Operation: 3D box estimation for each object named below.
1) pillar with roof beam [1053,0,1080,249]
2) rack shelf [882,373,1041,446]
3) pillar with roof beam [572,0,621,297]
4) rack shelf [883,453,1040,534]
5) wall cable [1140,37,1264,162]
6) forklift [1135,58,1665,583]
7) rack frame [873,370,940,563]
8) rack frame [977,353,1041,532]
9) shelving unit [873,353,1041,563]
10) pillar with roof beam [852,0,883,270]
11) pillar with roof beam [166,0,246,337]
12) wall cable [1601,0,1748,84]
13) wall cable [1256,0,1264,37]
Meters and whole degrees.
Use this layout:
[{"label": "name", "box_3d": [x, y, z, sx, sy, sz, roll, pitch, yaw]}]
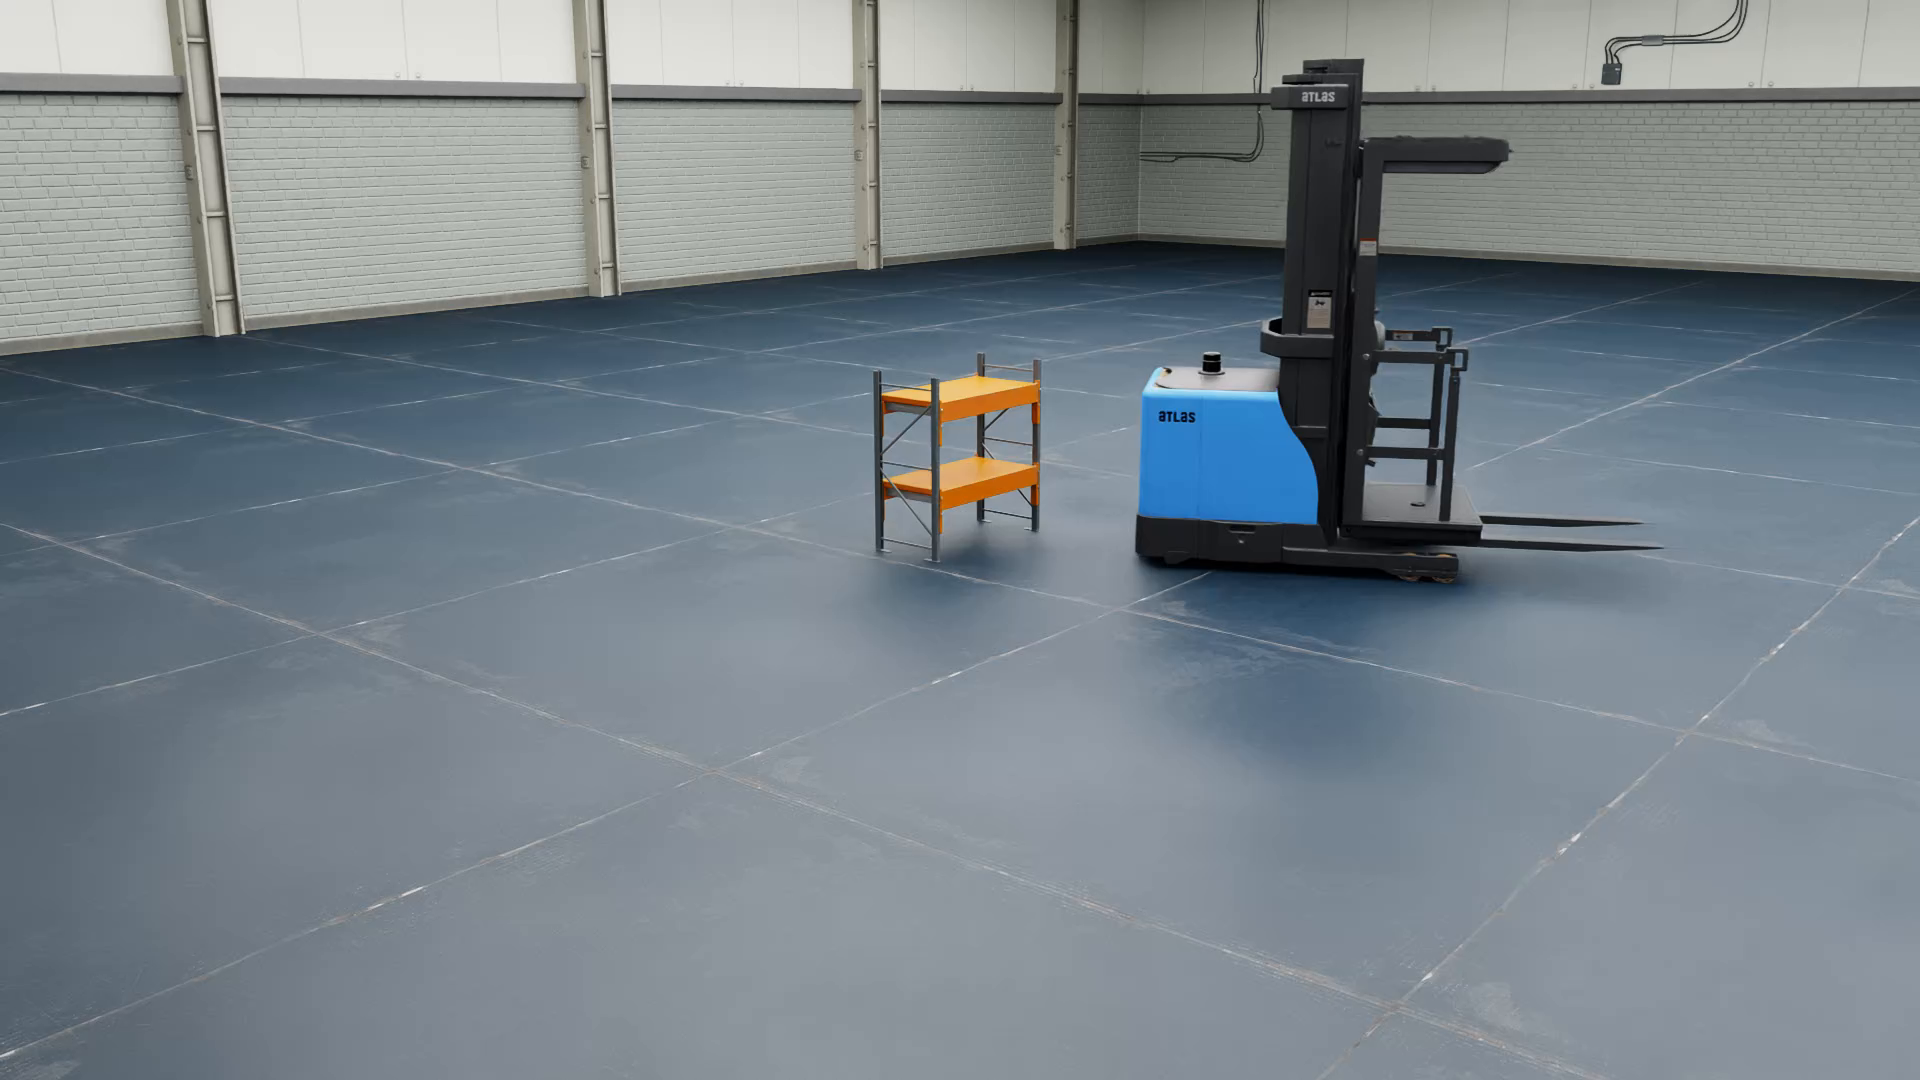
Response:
[{"label": "pillar with roof beam", "box_3d": [5.499, -9.706, 30.553, 9.100, 9.000, 0.400, 11, 18, 38]}, {"label": "rack shelf", "box_3d": [-0.004, -0.828, 10.407, 0.538, 0.278, 1.000, 11, 18, 38]}, {"label": "pillar with roof beam", "box_3d": [-2.043, -7.408, 21.506, 9.100, 9.000, 0.400, 11, 18, 38]}, {"label": "rack shelf", "box_3d": [-0.004, -0.307, 10.540, 0.538, 0.278, 1.000, 11, 18, 38]}, {"label": "wall cable", "box_3d": [5.031, -9.227, 34.973, 3.097, 2.526, 0.112, 11, 18, 38]}, {"label": "forklift", "box_3d": [2.628, -1.313, 9.840, 3.031, 2.935, 1.130, 3, 15, 11]}, {"label": "rack frame", "box_3d": [-0.324, -0.447, 10.096, 0.500, 1.125, 0.032, 11, 18, 38]}, {"label": "rack frame", "box_3d": [0.315, -0.641, 10.863, 0.500, 1.125, 0.032, 11, 18, 38]}, {"label": "shelving unit", "box_3d": [-0.004, -0.544, 10.479, 0.538, 1.125, 1.048, 11, 18, 38]}, {"label": "pillar with roof beam", "box_3d": [1.728, -8.557, 26.029, 9.100, 9.000, 0.400, 11, 18, 38]}, {"label": "pillar with roof beam", "box_3d": [-5.814, -6.259, 16.983, 9.100, 9.000, 0.400, 11, 18, 38]}, {"label": "wall cable", "box_3d": [12.405, -10.908, 28.377, 2.305, 6.003, 0.169, 11, 18, 38]}, {"label": "wall cable", "box_3d": [7.135, -11.256, 32.703, 3.097, 2.526, 0.112, 11, 18, 38]}]
